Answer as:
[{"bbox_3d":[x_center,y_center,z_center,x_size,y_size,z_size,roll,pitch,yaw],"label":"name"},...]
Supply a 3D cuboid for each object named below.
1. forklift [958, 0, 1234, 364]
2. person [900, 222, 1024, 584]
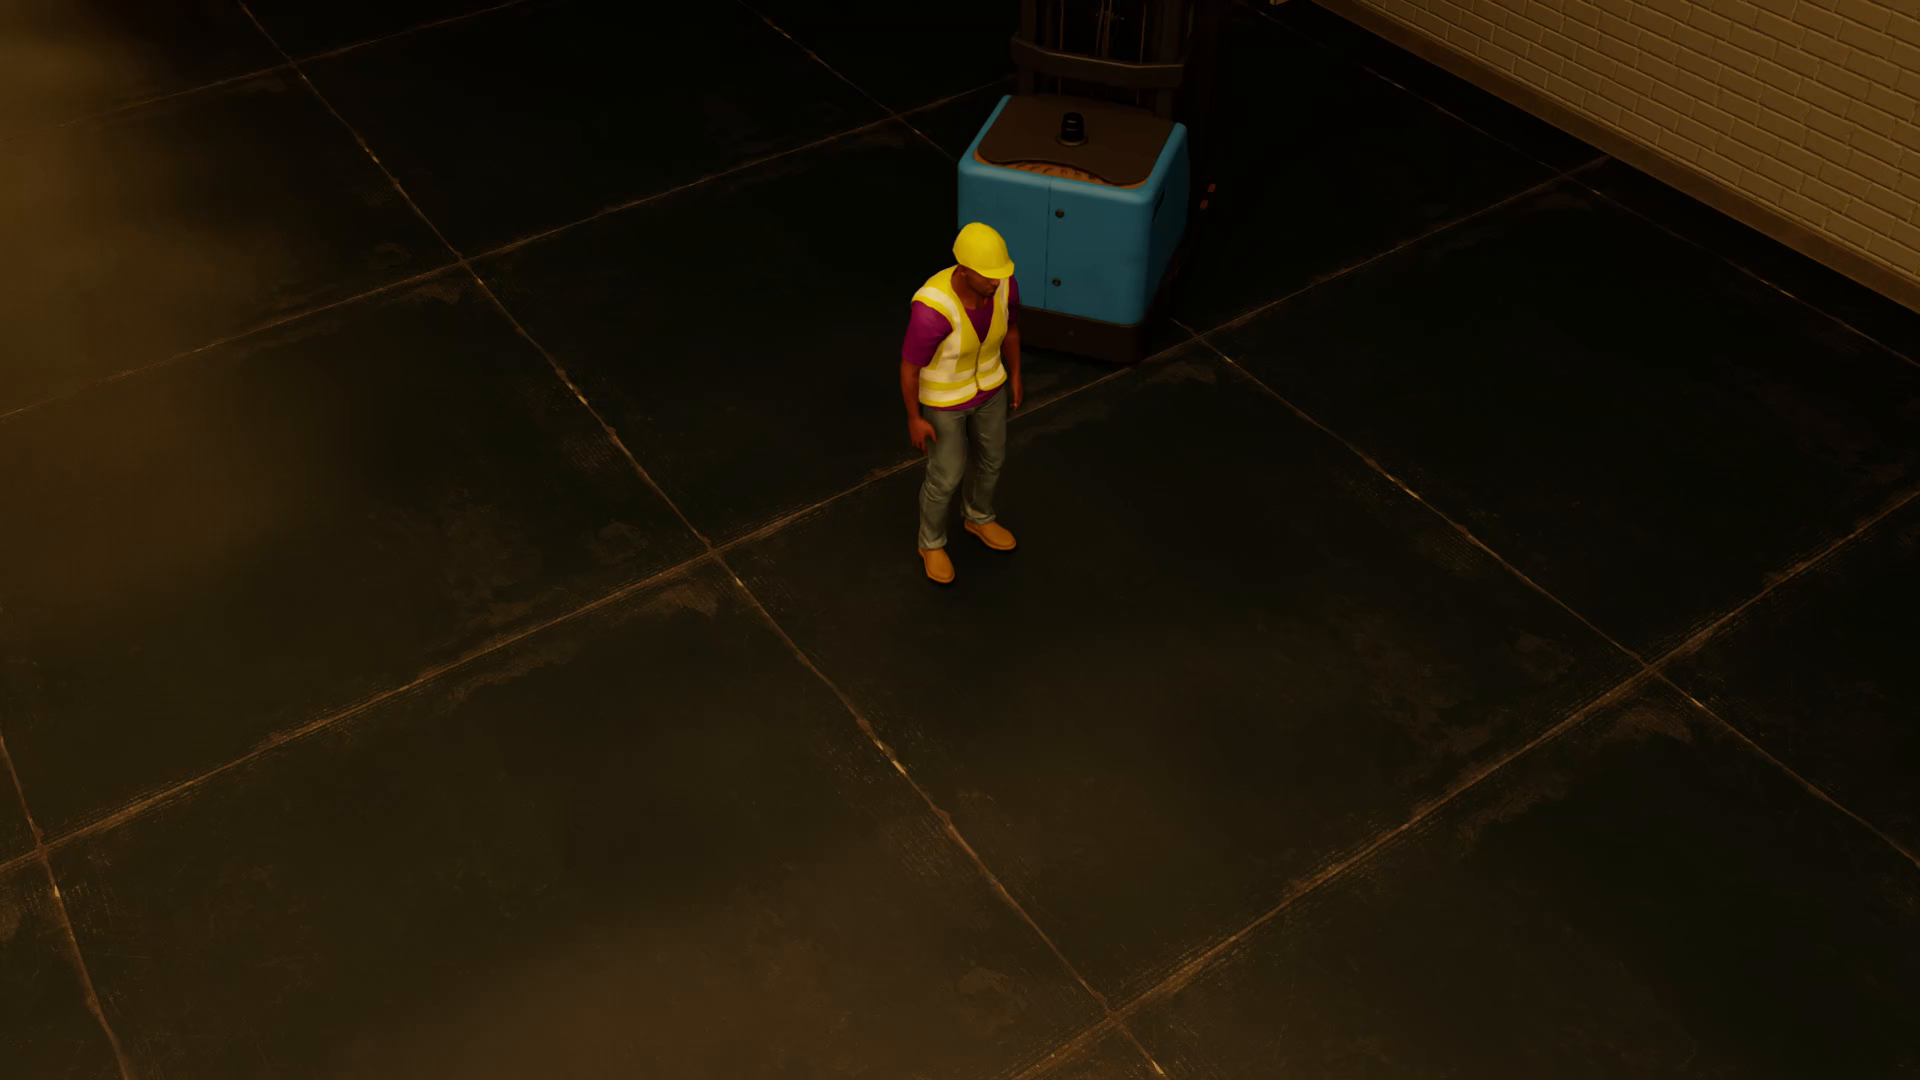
[{"bbox_3d":[0.934,-3.021,8.994,1.130,2.935,3.031,13,44,14],"label":"forklift"},{"bbox_3d":[0.030,-0.627,7.263,0.626,1.760,0.460,-27,49,-26],"label":"person"}]
